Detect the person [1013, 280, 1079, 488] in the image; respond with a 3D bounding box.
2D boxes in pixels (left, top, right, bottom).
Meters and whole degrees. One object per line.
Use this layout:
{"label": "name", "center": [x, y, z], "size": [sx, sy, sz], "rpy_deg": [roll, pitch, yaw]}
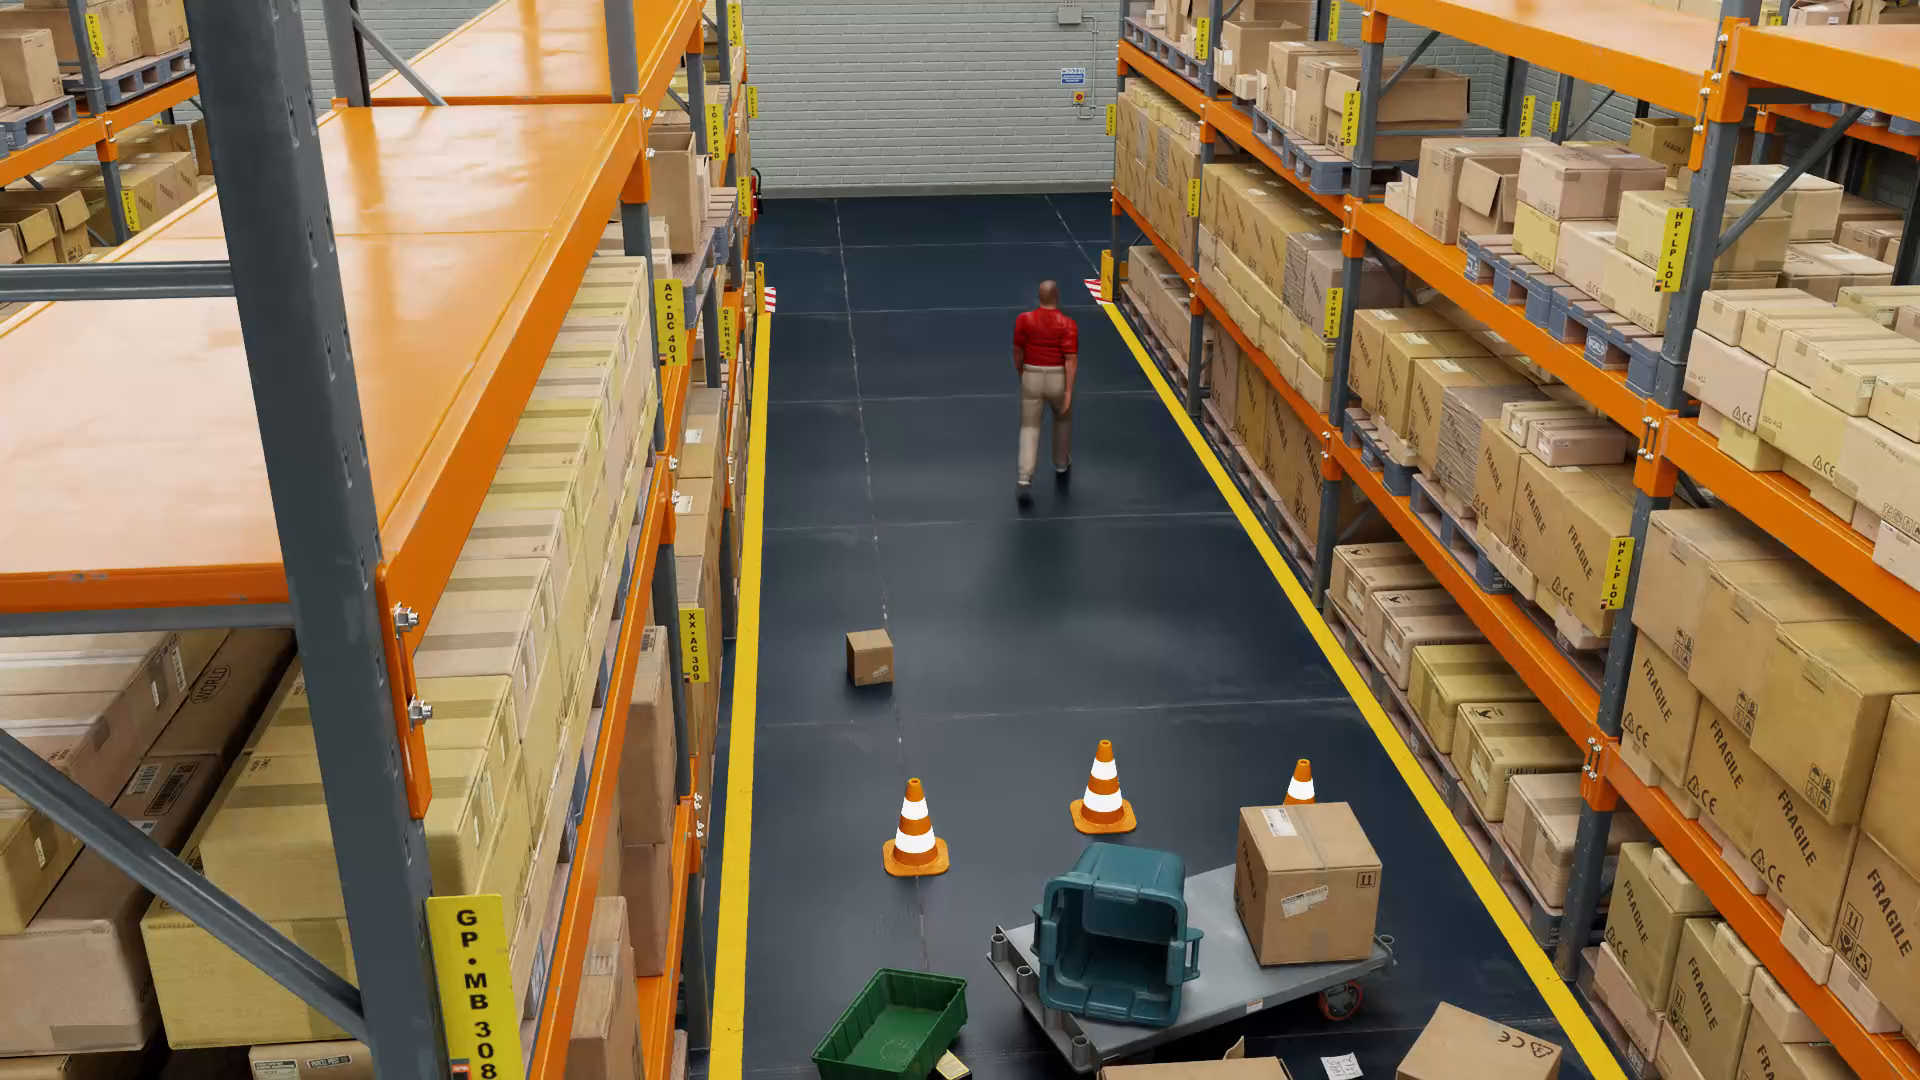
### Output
{"label": "person", "center": [0.678, -1.257, 13.226], "size": [0.530, 1.677, 1.028], "rpy_deg": [4, 24, 8]}
